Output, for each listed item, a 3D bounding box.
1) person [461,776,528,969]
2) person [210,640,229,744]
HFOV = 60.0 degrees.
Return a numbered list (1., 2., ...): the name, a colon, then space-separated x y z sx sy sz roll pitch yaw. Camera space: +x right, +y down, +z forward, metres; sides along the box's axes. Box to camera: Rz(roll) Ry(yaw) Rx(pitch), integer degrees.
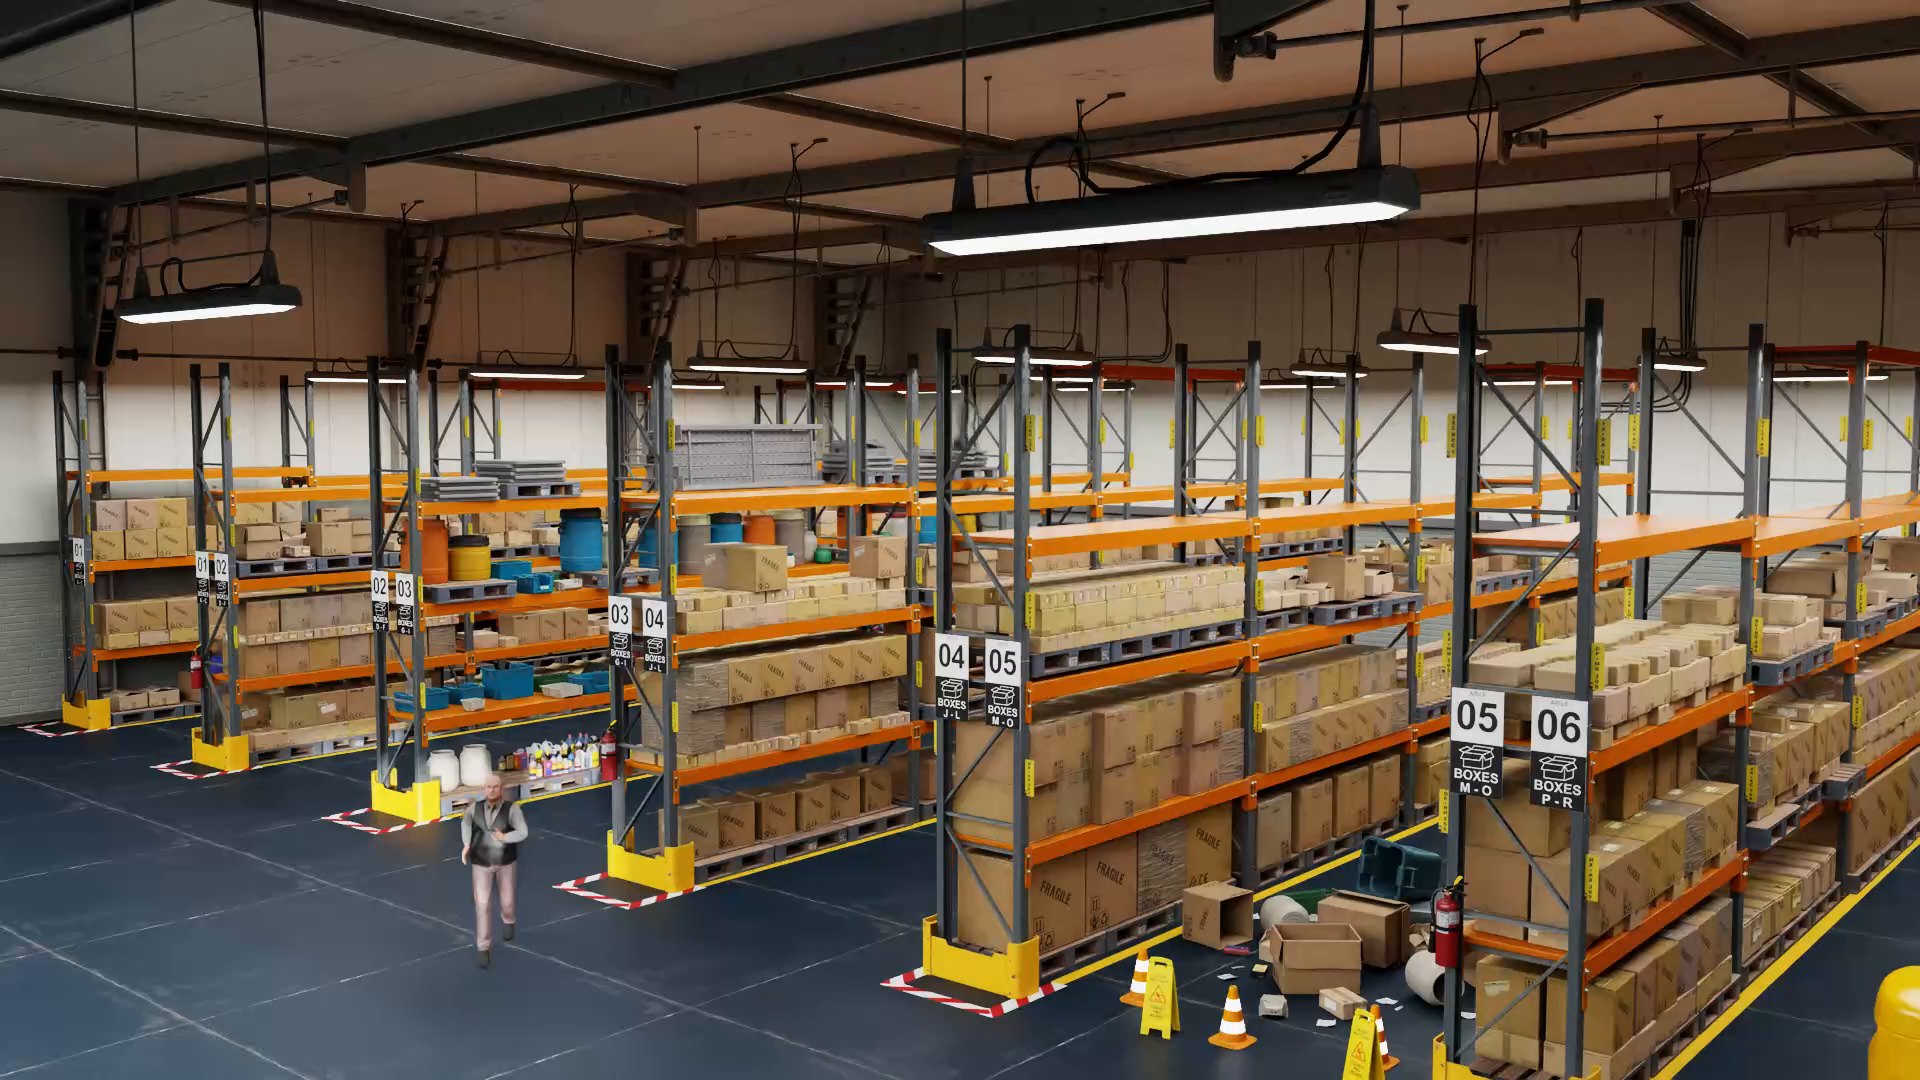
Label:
1. person: -4.480 3.126 15.992 0.651 1.718 0.955 -1 4 -10
2. person: -11.722 2.435 26.386 0.578 1.711 0.793 3 5 38
